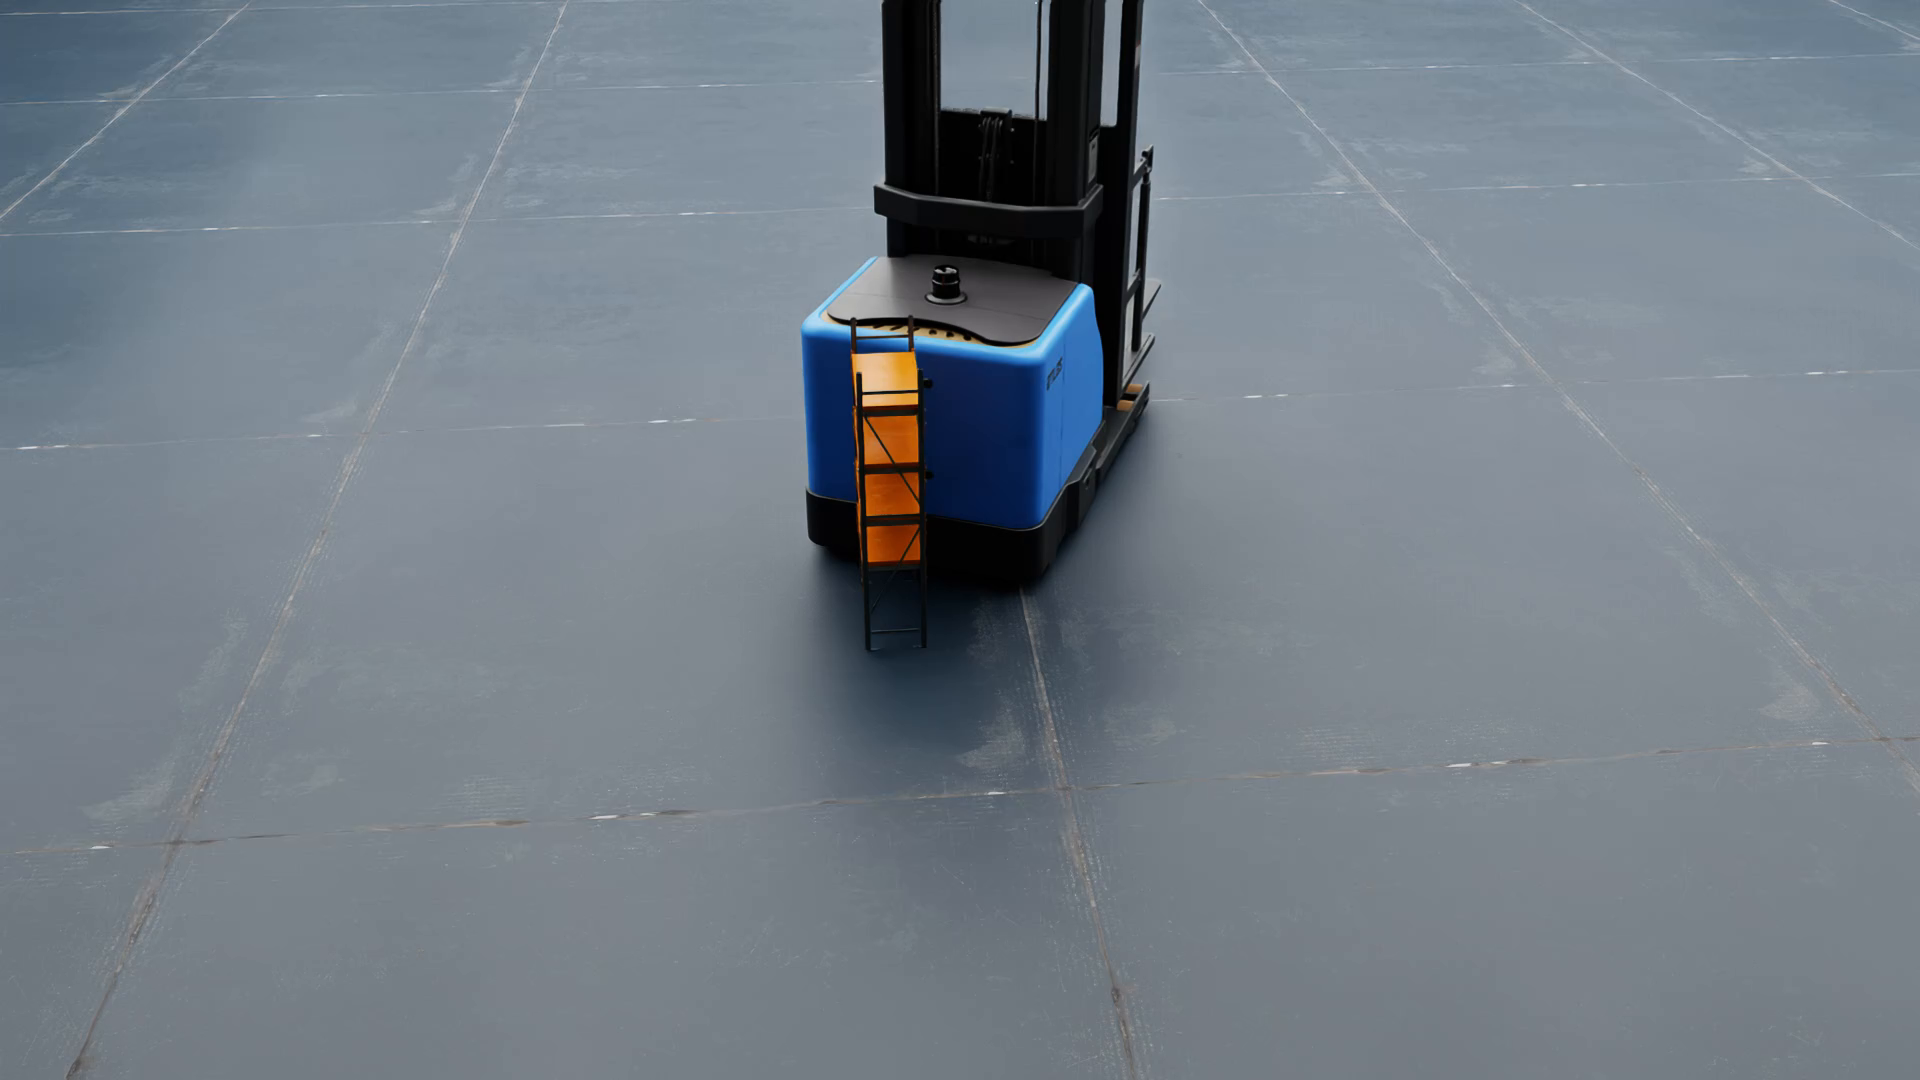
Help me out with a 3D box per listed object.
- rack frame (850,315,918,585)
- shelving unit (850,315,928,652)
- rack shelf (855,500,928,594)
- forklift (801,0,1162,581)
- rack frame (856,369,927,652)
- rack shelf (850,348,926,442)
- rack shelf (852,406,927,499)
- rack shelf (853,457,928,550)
[{"bbox_3d":[-0.297,-0.335,6.642,0.240,1.200,0.015,-3,31,-5],"label":"rack frame"},{"bbox_3d":[-0.274,-0.211,6.433,0.258,1.200,0.503,-3,31,-5],"label":"shelving unit"},{"bbox_3d":[-0.274,0.017,6.569,0.258,0.148,0.480,-3,31,-5],"label":"rack shelf"},{"bbox_3d":[0.306,-1.835,7.464,1.130,2.935,3.031,10,32,16],"label":"forklift"},{"bbox_3d":[-0.250,-0.086,6.225,0.240,1.200,0.015,-3,31,-5],"label":"rack frame"},{"bbox_3d":[-0.274,-0.548,6.232,0.258,0.148,0.480,-3,31,-5],"label":"rack shelf"},{"bbox_3d":[-0.274,-0.345,6.353,0.258,0.148,0.480,-3,31,-5],"label":"rack shelf"},{"bbox_3d":[-0.274,-0.153,6.468,0.258,0.148,0.480,-3,31,-5],"label":"rack shelf"}]
